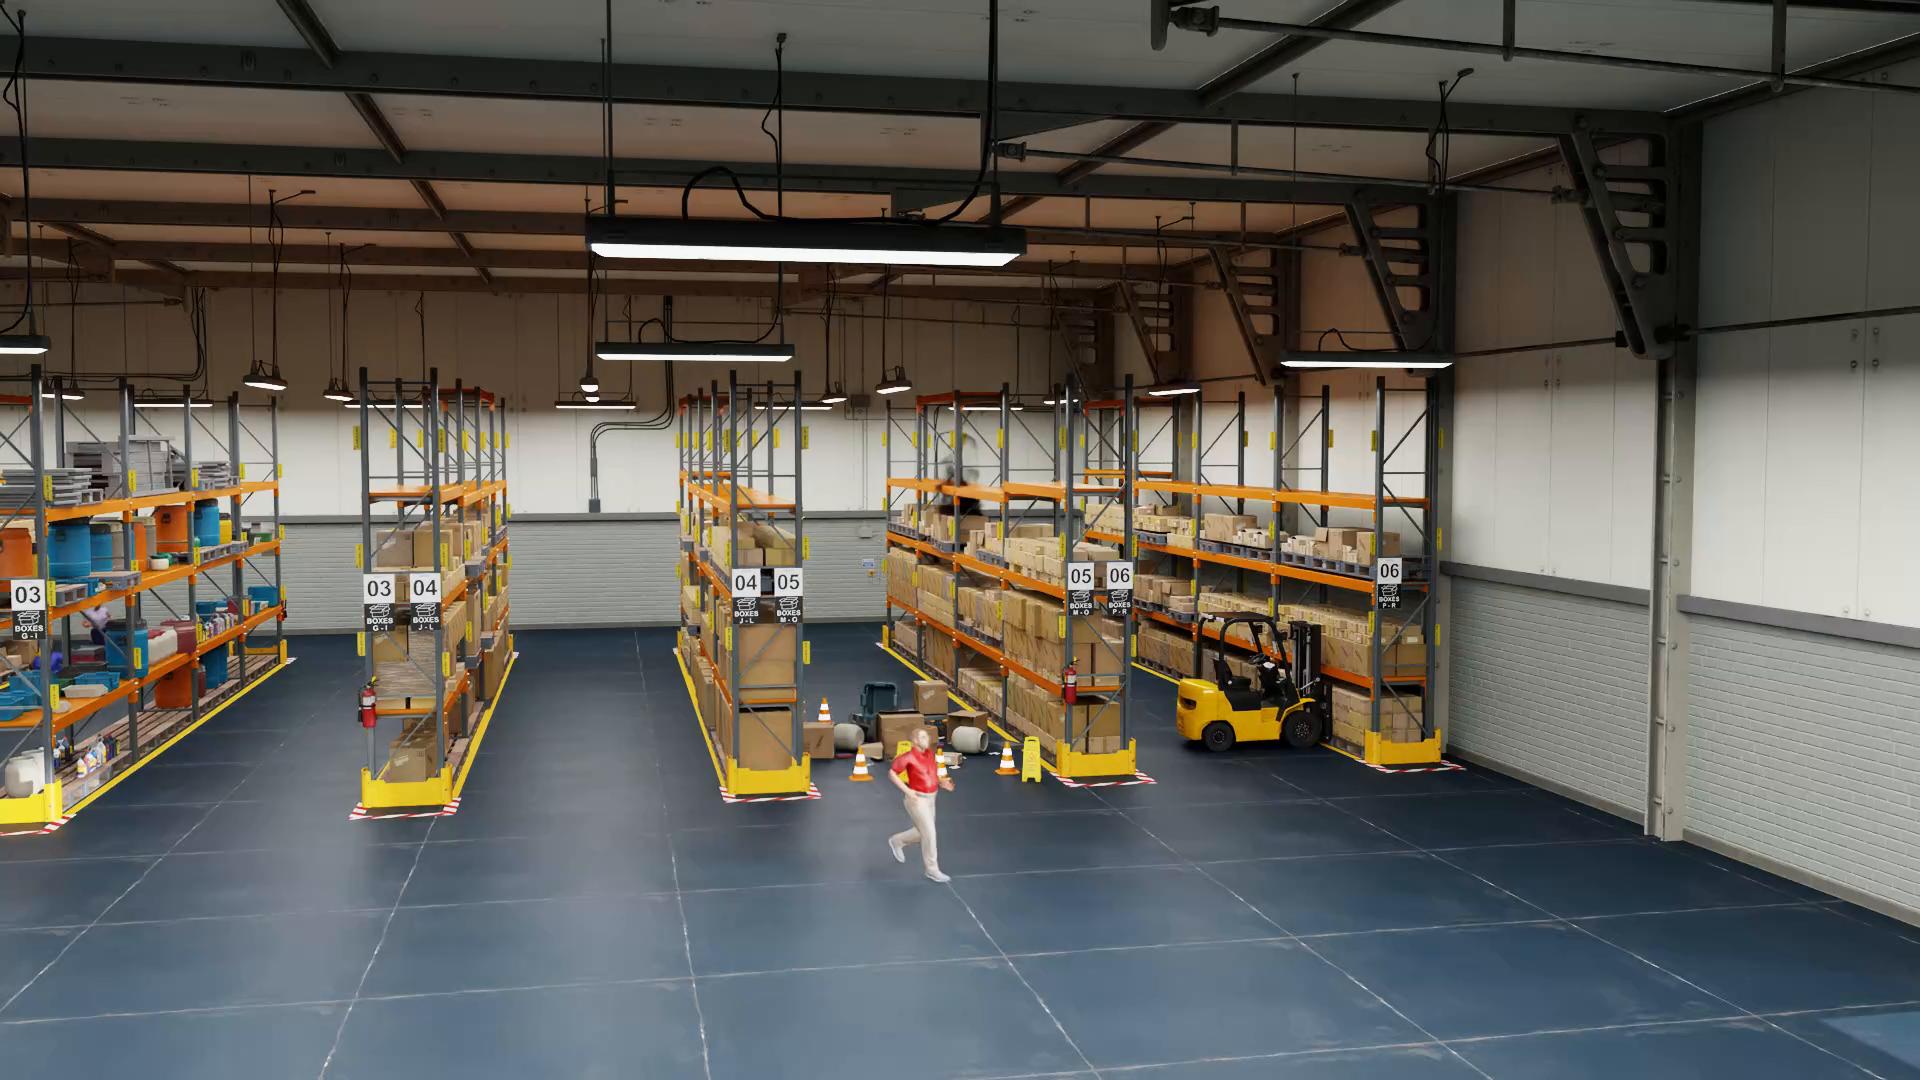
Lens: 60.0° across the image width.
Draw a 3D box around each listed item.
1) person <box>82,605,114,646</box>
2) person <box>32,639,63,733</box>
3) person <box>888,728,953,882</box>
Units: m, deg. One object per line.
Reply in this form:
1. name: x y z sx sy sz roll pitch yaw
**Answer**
1. person: -18.760 2.068 36.213 0.646 1.631 0.790 -3 4 -38
2. person: -15.510 2.501 28.319 0.549 1.609 0.649 -1 3 -9
3. person: -0.486 3.022 19.101 0.903 1.731 0.663 2 4 31
